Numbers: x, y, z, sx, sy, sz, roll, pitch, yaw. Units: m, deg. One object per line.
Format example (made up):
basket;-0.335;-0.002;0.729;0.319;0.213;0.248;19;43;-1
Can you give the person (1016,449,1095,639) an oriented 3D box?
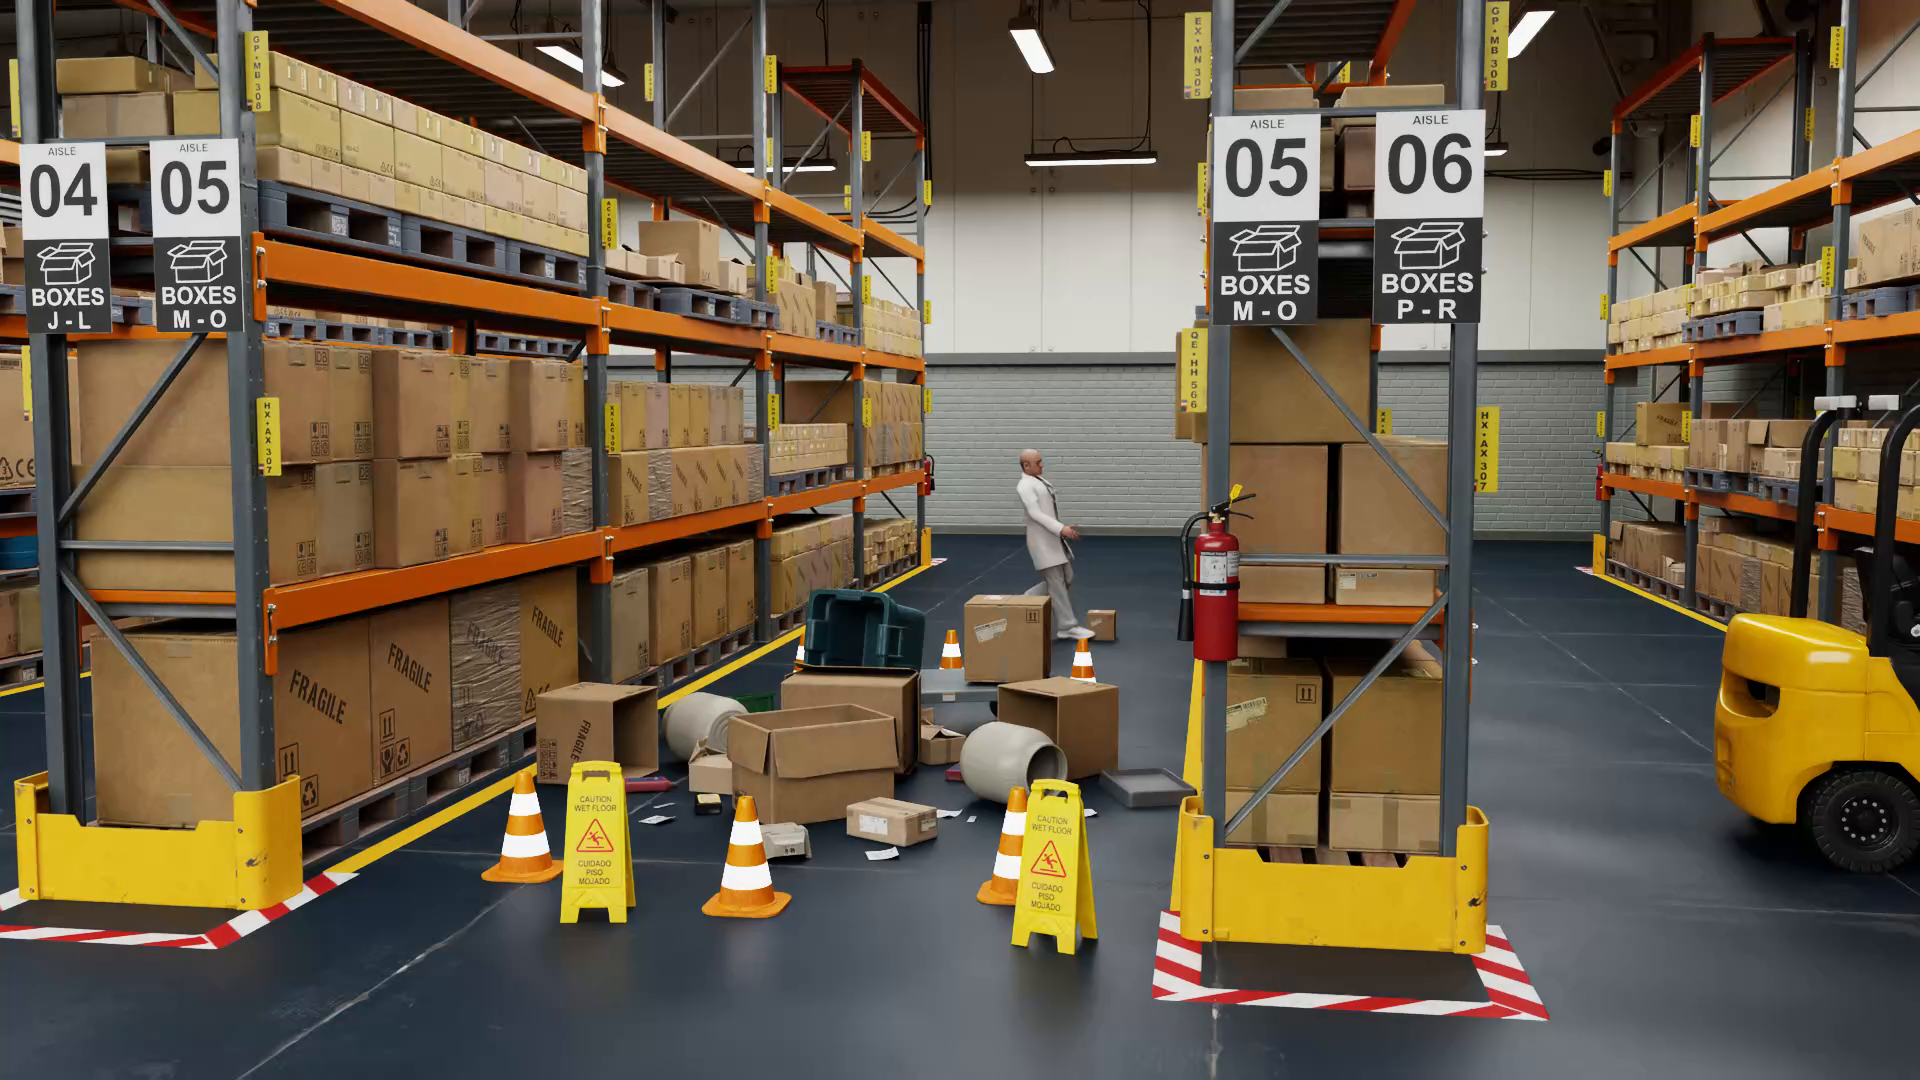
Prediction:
person;0.865;0.027;15.324;0.838;1.729;0.667;2;5;20
